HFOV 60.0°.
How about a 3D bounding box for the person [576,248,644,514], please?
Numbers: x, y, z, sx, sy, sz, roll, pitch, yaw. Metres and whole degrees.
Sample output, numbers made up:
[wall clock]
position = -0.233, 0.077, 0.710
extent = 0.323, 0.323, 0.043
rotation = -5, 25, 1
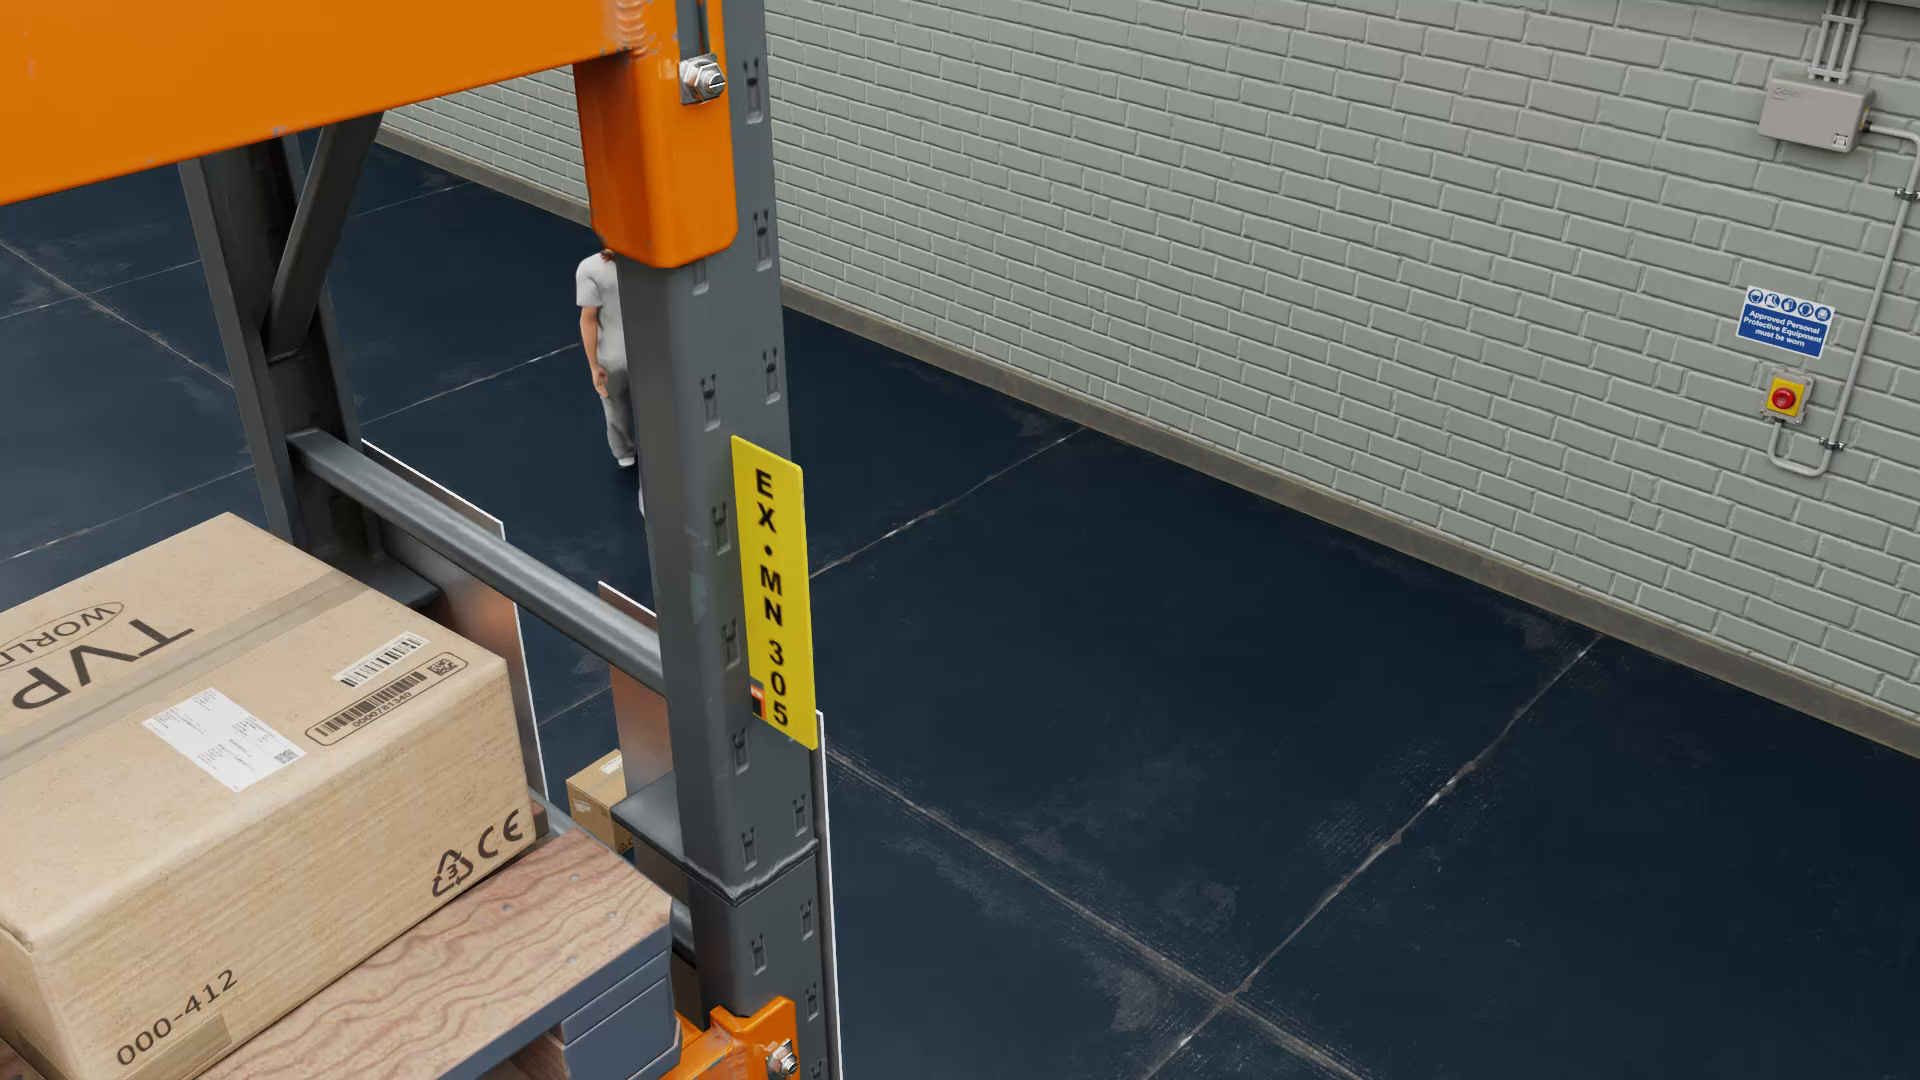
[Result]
[person]
position = -1.625, -0.974, 8.213
extent = 0.444, 1.612, 0.983
rotation = -5, 32, -8
